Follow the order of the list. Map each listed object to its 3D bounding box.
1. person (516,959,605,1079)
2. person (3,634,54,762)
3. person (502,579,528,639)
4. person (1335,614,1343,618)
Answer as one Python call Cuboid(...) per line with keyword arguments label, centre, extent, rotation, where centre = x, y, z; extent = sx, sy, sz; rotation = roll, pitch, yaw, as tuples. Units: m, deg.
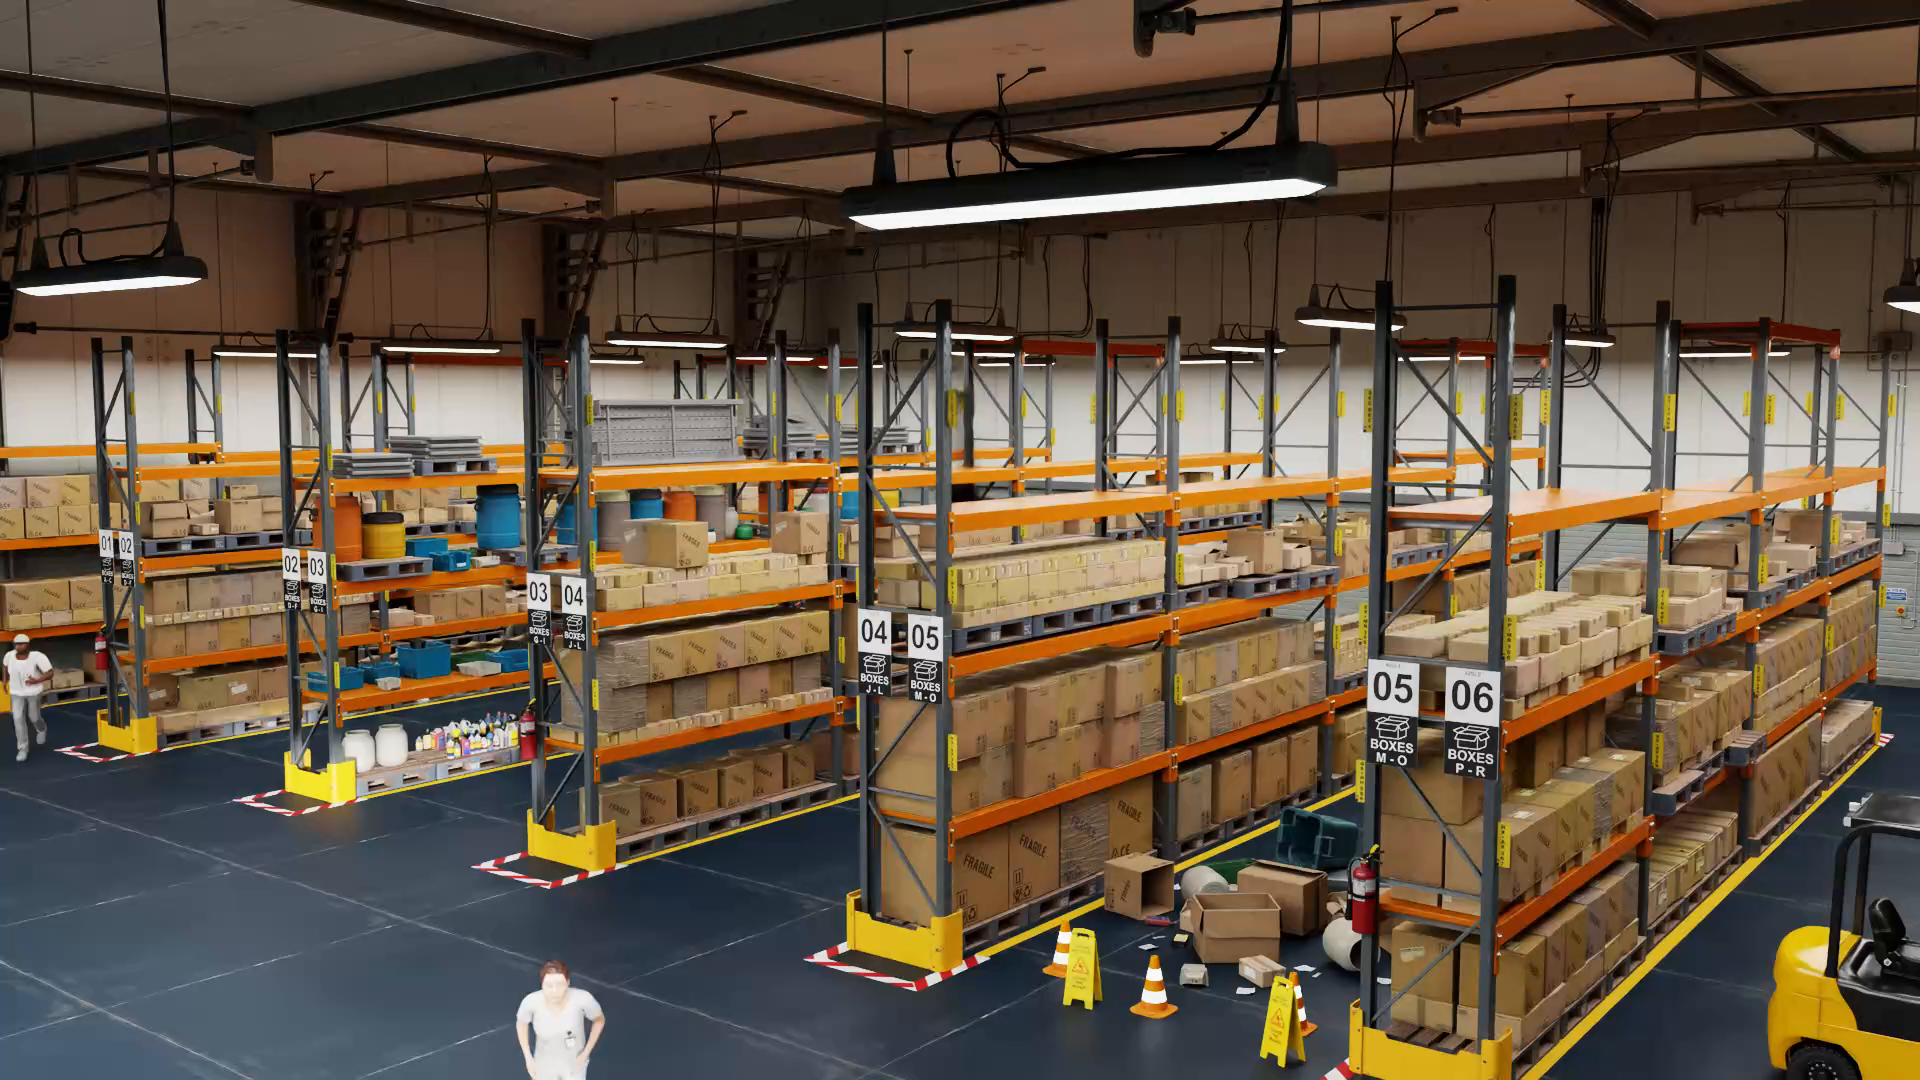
Cuboid(label="person", centre=(-2.604, 3.445, 10.890), extent=(0.563, 1.619, 0.838), rotation=(-1, 5, -12))
Cuboid(label="person", centre=(-13.377, 2.209, 23.855), extent=(0.728, 1.765, 1.042), rotation=(-1, 5, -11))
Cuboid(label="person", centre=(-8.614, 1.541, 32.521), extent=(0.605, 1.635, 0.837), rotation=(4, 6, 37))
Cuboid(label="person", centre=(6.121, 2.007, 26.768), extent=(0.602, 1.672, 0.841), rotation=(4, 6, 35))
